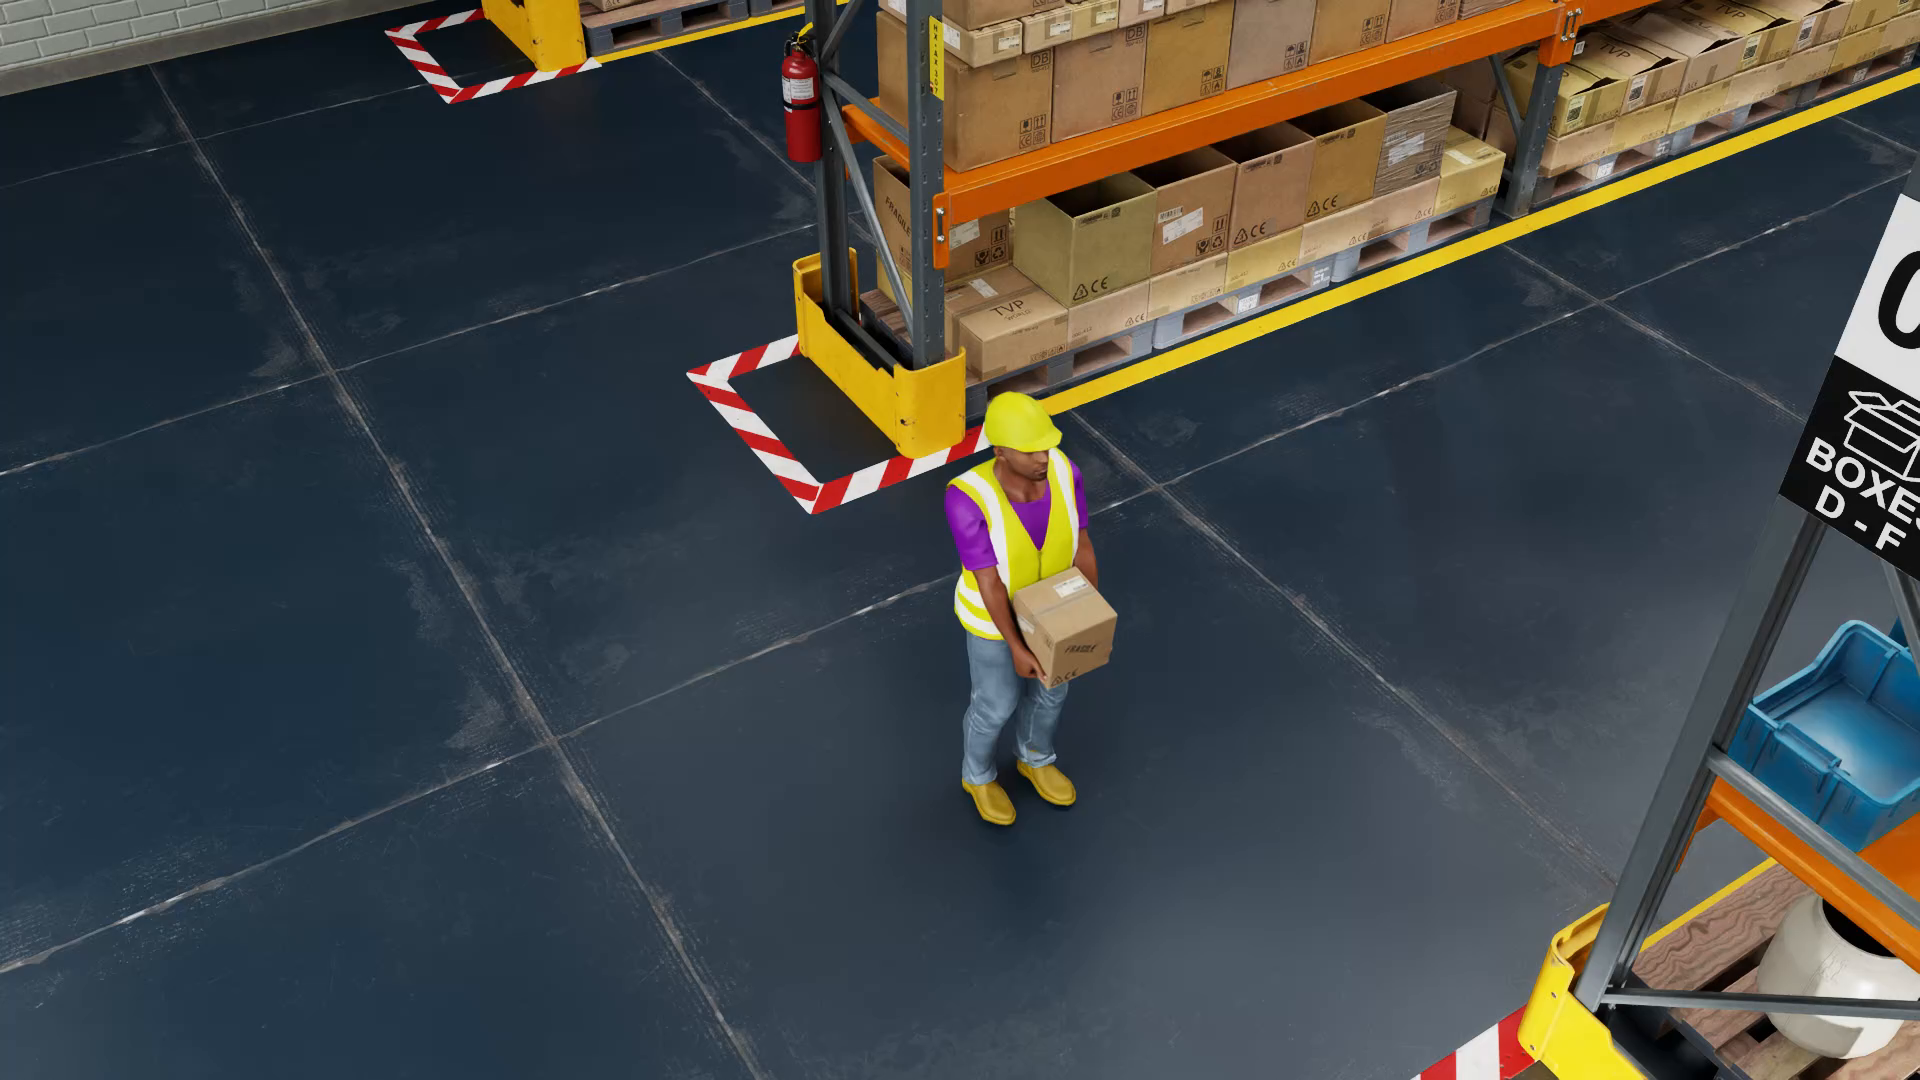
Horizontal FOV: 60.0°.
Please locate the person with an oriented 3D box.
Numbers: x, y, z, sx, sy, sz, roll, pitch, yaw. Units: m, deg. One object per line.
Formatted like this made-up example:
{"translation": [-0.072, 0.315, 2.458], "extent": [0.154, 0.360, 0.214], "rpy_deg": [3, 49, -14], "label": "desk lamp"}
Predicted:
{"translation": [0.261, 0.303, 5.790], "extent": [0.504, 1.759, 0.581], "rpy_deg": [-22, 45, -23], "label": "person"}
